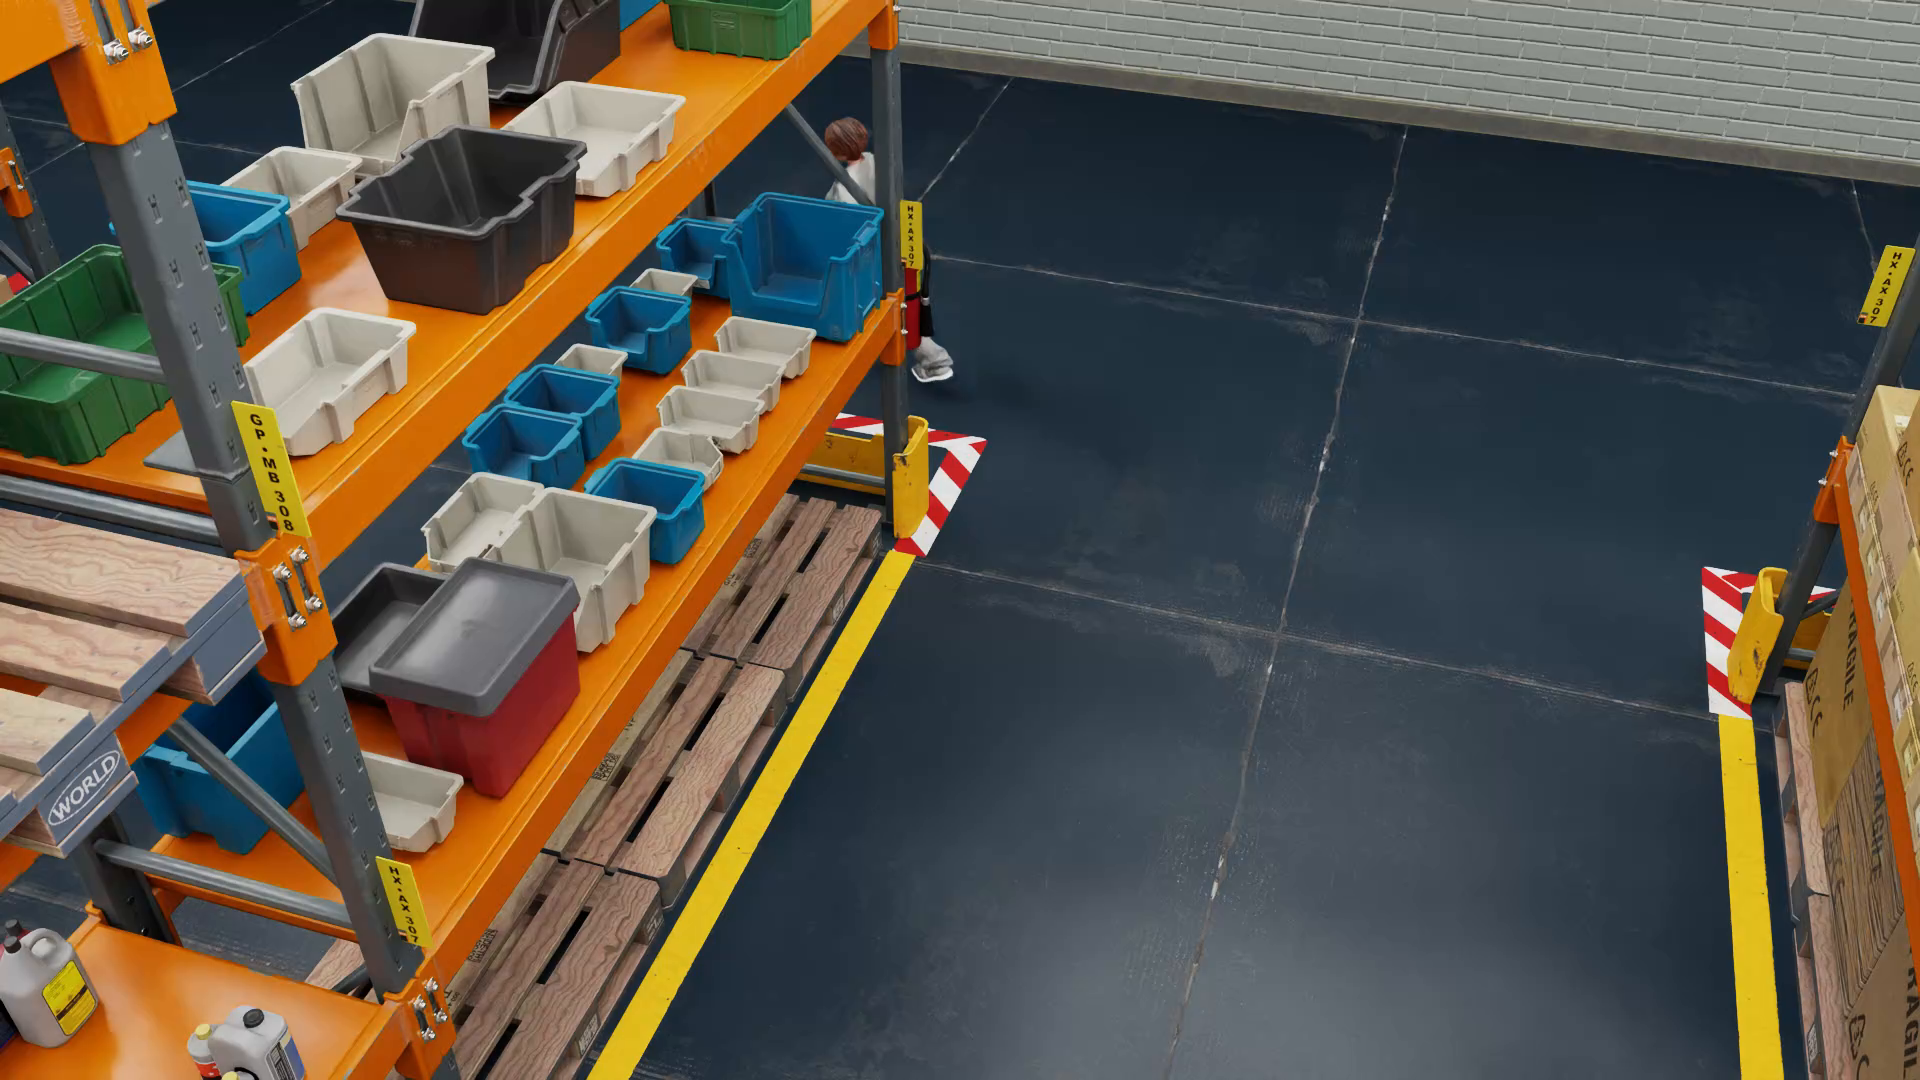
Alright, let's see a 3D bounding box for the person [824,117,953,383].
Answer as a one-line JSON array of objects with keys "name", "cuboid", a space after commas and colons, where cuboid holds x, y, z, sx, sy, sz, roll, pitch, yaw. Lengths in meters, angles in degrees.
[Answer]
[{"name": "person", "cuboid": [-0.497, -1.539, 8.921, 0.999, 1.529, 0.508, 8, 38, 11]}]
